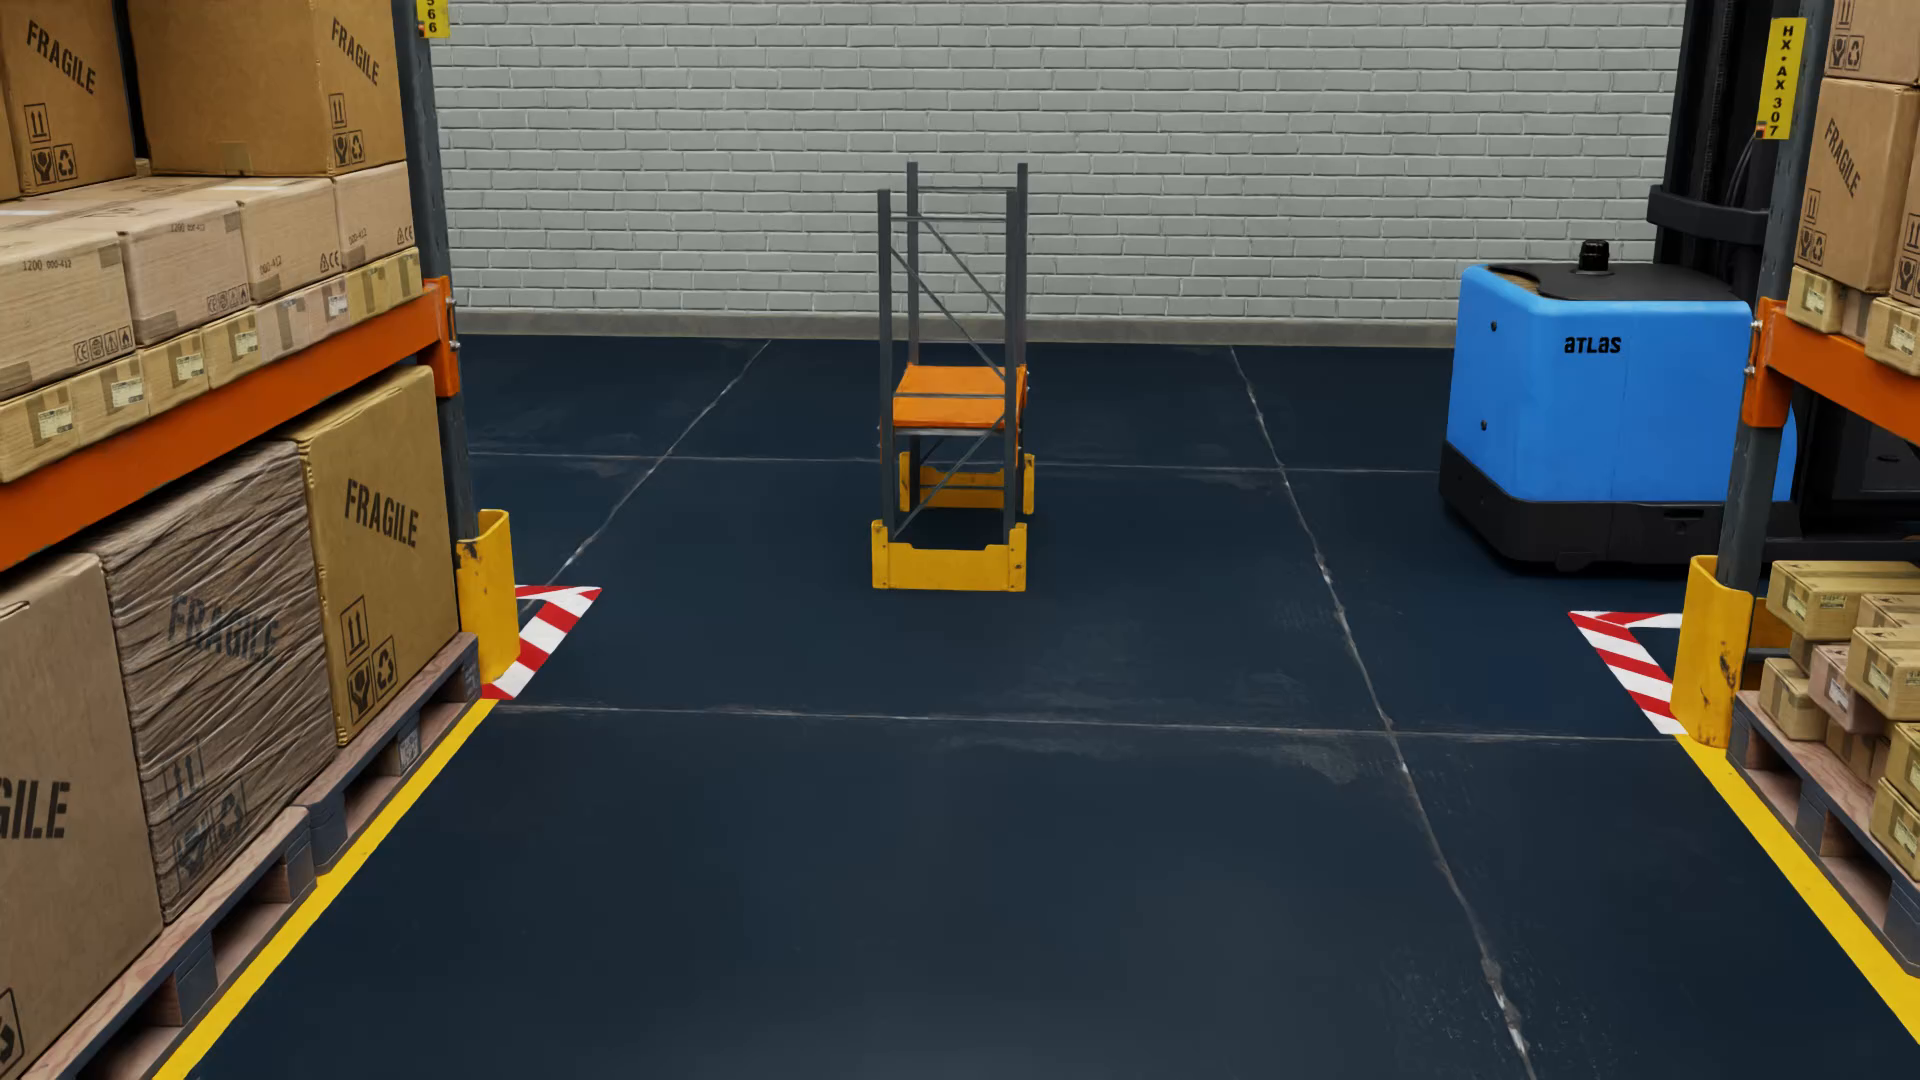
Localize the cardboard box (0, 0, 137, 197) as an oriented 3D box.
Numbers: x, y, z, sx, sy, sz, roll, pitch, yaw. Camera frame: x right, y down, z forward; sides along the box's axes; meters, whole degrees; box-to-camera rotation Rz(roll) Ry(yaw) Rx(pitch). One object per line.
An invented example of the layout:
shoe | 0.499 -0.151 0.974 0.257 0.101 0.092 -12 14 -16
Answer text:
cardboard box | -2.446 -1.132 4.121 0.500 0.500 0.500 1 18 3

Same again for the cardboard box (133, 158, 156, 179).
cardboard box | -2.410 -0.931 4.711 0.500 0.250 0.500 1 18 2

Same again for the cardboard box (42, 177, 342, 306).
cardboard box | -1.914 -0.760 4.190 0.500 0.250 0.500 1 18 3

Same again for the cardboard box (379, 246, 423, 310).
cardboard box | -1.804 -0.767 4.850 0.380 0.149 0.250 2 18 5

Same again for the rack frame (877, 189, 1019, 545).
rack frame | -0.043 -0.528 6.127 0.500 1.500 0.032 1 18 4

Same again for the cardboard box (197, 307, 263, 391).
cardboard box | -1.876 -0.450 3.882 0.380 0.149 0.250 1 18 3

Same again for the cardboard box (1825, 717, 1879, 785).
cardboard box | 2.539 0.532 4.387 0.380 0.149 0.250 1 18 4

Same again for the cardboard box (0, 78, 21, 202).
cardboard box | -2.477 -0.971 3.629 0.500 0.500 0.500 1 18 2

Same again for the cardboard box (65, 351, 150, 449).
cardboard box | -1.914 -0.292 3.401 0.380 0.149 0.250 2 18 5

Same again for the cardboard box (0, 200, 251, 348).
cardboard box | -1.950 -0.602 3.707 0.500 0.250 0.500 1 18 2

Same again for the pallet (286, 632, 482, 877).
pallet | -2.086 0.571 4.842 1.003 0.211 1.213 1 18 4

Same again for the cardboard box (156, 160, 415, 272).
cardboard box | -1.877 -0.918 4.671 0.500 0.250 0.500 1 18 3

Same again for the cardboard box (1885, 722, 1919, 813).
cardboard box | 2.408 0.548 3.861 0.380 0.149 0.250 2 18 6

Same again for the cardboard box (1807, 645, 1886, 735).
cardboard box | 2.464 0.392 4.335 0.380 0.149 0.250 1 18 4

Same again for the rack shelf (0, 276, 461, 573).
rack shelf | -2.250 -0.041 3.387 1.077 0.370 4.000 1 18 4

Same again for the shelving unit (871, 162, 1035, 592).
shelving unit | -0.005 -0.689 6.617 0.587 1.500 1.083 1 18 4

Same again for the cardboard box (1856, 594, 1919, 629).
cardboard box | 2.557 0.254 4.280 0.380 0.149 0.250 2 18 5

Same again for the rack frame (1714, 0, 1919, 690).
rack frame | 2.833 -0.862 4.737 1.000 3.000 0.127 1 18 4

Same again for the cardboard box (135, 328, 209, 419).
cardboard box | -1.894 -0.369 3.636 0.380 0.149 0.250 1 18 4

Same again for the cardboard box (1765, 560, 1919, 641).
cardboard box | 2.457 0.165 4.550 0.380 0.149 0.250 0 18 1

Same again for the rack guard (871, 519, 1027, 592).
rack guard | -0.041 0.060 6.340 0.587 0.250 0.087 1 18 4

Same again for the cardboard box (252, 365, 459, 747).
cardboard box | -2.073 0.006 4.824 0.875 0.875 0.875 1 18 4

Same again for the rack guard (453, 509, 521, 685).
rack guard | -2.105 0.176 5.583 1.175 0.500 0.348 1 18 4

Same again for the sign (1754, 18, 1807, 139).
sign | 2.292 -1.286 4.639 0.100 0.325 0.005 1 18 4

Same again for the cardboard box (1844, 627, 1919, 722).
cardboard box | 2.411 0.329 4.050 0.380 0.149 0.250 1 18 4

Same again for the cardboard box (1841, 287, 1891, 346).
cardboard box | 2.506 -0.570 4.248 0.380 0.149 0.250 2 18 6

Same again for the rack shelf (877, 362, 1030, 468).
rack shelf | -0.006 -0.515 6.665 0.538 0.185 1.000 1 18 4

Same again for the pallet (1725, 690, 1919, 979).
pallet | 2.734 0.738 4.332 1.003 0.211 1.213 1 18 4

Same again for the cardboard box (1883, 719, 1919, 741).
cardboard box | 2.534 0.470 4.097 0.380 0.149 0.250 2 18 5

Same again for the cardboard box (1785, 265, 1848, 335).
cardboard box | 2.483 -0.650 4.492 0.380 0.149 0.250 1 18 3

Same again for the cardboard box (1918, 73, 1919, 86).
cardboard box | 2.507 -1.236 3.633 0.500 0.500 0.500 2 18 6

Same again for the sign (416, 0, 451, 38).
sign | -1.566 -1.651 4.904 0.100 0.325 0.005 1 18 4

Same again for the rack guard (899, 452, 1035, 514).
rack guard | 0.030 -0.250 7.284 0.587 0.250 0.087 1 18 4

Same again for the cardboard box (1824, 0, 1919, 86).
cardboard box | 2.536 -1.393 4.112 0.500 0.500 0.500 1 18 4

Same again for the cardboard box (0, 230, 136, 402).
cardboard box | -1.983 -0.441 3.213 0.500 0.250 0.500 1 18 4

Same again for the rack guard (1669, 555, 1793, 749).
rack guard | 2.828 0.349 5.054 1.175 0.500 0.348 1 18 4

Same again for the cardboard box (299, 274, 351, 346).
cardboard box | -1.840 -0.608 4.364 0.380 0.149 0.250 1 18 4

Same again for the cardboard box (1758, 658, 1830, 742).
cardboard box | 2.476 0.449 4.641 0.380 0.149 0.250 2 18 5

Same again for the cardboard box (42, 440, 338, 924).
cardboard box | -2.138 0.289 3.962 0.875 0.875 0.875 1 18 4

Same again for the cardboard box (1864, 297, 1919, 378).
cardboard box | 2.434 -0.487 3.996 0.380 0.149 0.250 1 18 2

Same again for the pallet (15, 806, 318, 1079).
pallet | -2.176 0.949 3.689 1.003 0.211 1.213 1 18 4

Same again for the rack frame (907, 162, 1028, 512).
rack frame | 0.030 -0.844 7.090 0.500 1.500 0.032 1 18 4

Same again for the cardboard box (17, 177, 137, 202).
cardboard box | -2.441 -0.770 4.218 0.500 0.250 0.500 1 18 3

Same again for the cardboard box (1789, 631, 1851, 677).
cardboard box | 2.540 0.309 4.590 0.380 0.149 0.250 2 18 6

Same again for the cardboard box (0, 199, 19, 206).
cardboard box | -2.481 -0.614 3.742 0.500 0.250 0.500 1 18 2

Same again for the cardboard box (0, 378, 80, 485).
cardboard box | -1.930 -0.211 3.154 0.380 0.149 0.250 1 18 2

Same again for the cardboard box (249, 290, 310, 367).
cardboard box | -1.859 -0.530 4.128 0.380 0.149 0.250 2 18 5

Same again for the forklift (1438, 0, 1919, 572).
forklift | 3.630 -1.408 6.514 3.031 2.935 1.130 0 18 -1

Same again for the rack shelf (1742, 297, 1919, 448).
rack shelf | 2.690 0.101 2.954 1.077 0.370 4.000 1 18 4

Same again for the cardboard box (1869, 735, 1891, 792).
cardboard box | 2.528 0.609 4.151 0.380 0.149 0.250 1 18 5

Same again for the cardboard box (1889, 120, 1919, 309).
cardboard box | 2.513 -0.751 3.760 0.500 0.500 0.500 1 18 4

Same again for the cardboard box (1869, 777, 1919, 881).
cardboard box | 2.401 0.686 3.917 0.380 0.149 0.250 2 18 5

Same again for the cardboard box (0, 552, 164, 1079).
cardboard box | -2.202 0.565 3.118 0.875 0.875 0.875 1 18 4

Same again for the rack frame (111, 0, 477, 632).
rack frame | -2.107 -1.004 5.171 1.000 3.000 0.127 1 18 4

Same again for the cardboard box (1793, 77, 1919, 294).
cardboard box | 2.526 -0.918 4.269 0.500 0.500 0.500 2 18 7

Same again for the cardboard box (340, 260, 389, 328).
cardboard box | -1.821 -0.686 4.604 0.380 0.149 0.250 1 18 4

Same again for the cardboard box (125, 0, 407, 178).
cardboard box | -1.879 -1.274 4.551 0.500 0.500 0.500 2 18 5
